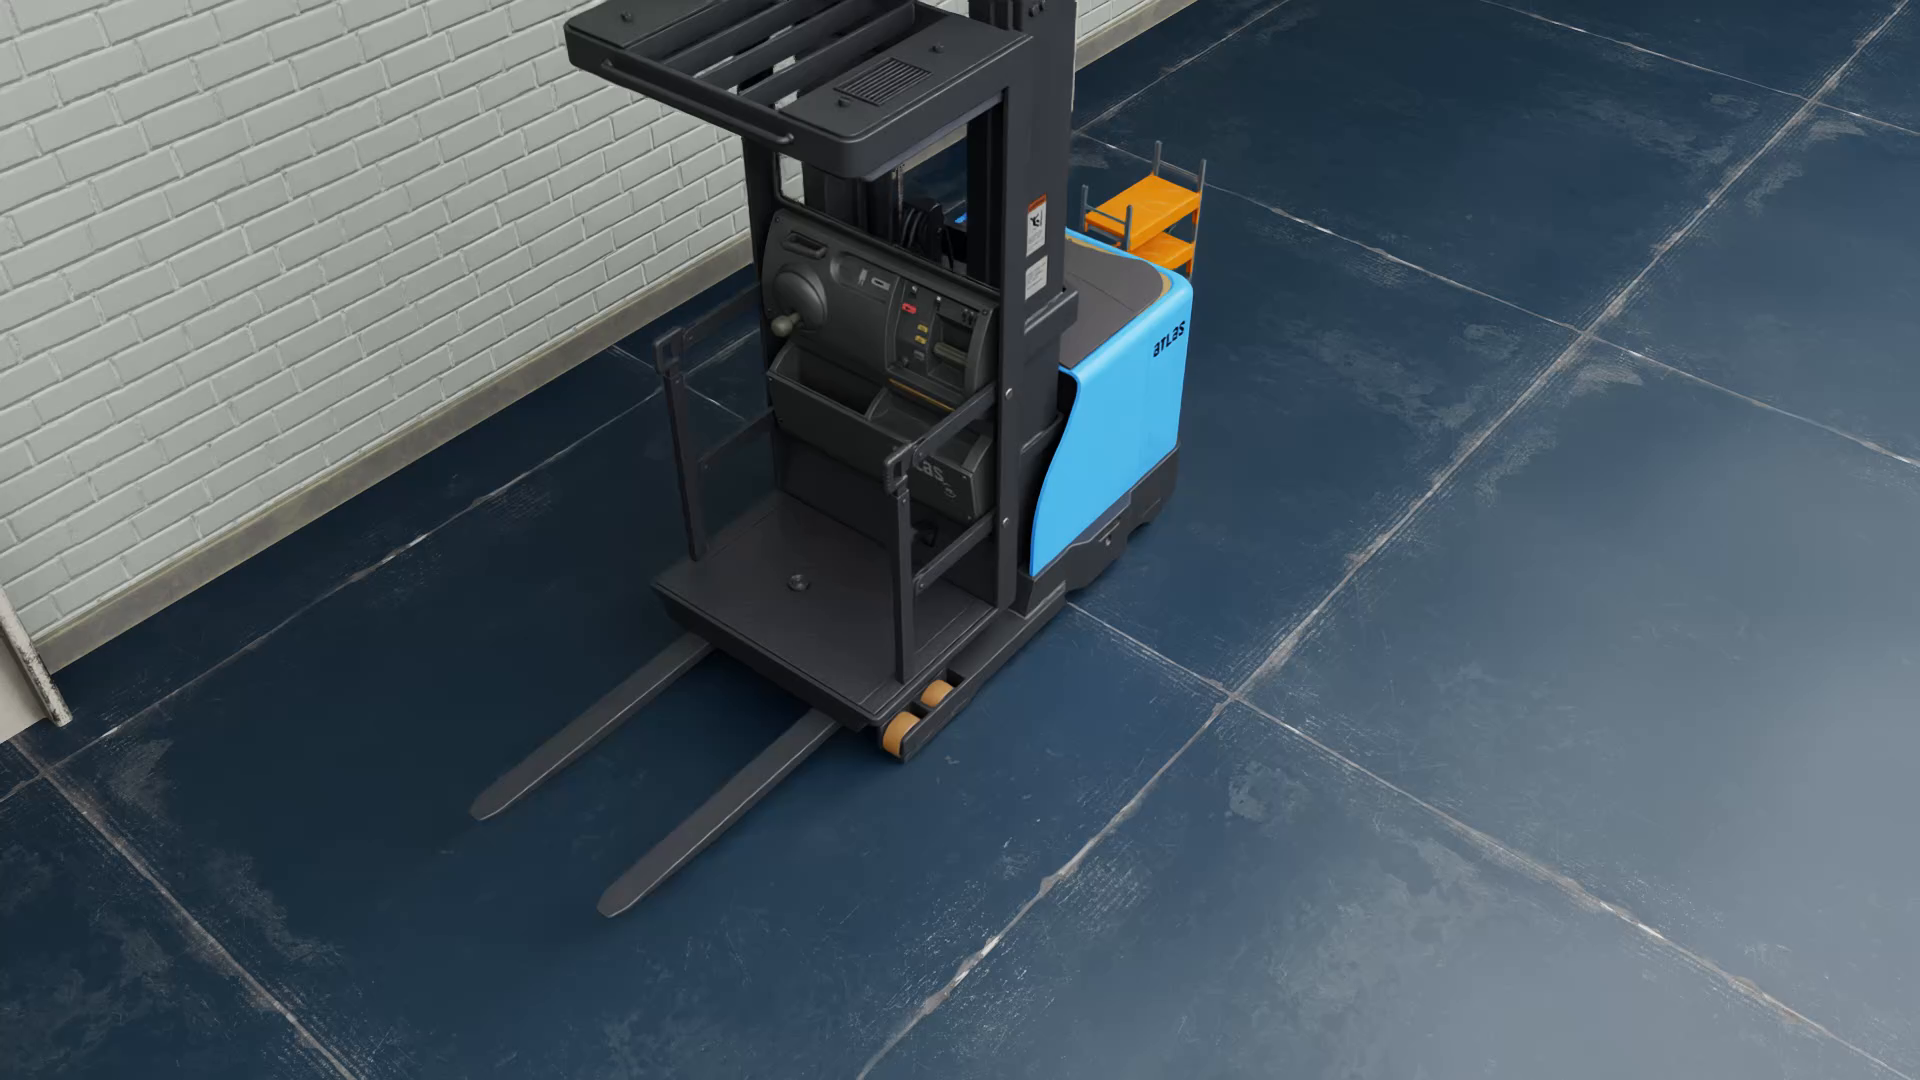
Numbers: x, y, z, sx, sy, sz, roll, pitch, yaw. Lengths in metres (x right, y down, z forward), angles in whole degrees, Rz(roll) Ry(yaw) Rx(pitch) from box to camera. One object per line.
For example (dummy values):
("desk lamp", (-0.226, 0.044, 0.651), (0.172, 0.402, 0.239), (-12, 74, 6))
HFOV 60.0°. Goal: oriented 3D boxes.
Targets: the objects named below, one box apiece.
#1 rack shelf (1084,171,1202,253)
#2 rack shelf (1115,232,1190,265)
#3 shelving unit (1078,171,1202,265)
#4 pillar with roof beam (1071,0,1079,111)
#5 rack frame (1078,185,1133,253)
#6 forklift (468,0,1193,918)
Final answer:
("rack shelf", (0.725, -1.290, 6.685), (0.258, 0.148, 0.480), (30, 49, 29))
("rack shelf", (0.722, -1.153, 6.806), (0.221, 0.021, 0.457), (30, 49, 29))
("shelving unit", (0.715, -0.992, 6.941), (0.258, 1.200, 0.492), (30, 49, 29))
("pillar with roof beam", (3.695, -3.871, 4.318), (9.100, 9.000, 0.400), (29, 50, 28))
("rack frame", (0.559, -0.875, 6.804), (0.240, 1.200, 0.015), (30, 49, 29))
("forklift", (-0.413, -0.690, 5.330), (1.130, 2.935, 3.031), (28, 49, 27))
